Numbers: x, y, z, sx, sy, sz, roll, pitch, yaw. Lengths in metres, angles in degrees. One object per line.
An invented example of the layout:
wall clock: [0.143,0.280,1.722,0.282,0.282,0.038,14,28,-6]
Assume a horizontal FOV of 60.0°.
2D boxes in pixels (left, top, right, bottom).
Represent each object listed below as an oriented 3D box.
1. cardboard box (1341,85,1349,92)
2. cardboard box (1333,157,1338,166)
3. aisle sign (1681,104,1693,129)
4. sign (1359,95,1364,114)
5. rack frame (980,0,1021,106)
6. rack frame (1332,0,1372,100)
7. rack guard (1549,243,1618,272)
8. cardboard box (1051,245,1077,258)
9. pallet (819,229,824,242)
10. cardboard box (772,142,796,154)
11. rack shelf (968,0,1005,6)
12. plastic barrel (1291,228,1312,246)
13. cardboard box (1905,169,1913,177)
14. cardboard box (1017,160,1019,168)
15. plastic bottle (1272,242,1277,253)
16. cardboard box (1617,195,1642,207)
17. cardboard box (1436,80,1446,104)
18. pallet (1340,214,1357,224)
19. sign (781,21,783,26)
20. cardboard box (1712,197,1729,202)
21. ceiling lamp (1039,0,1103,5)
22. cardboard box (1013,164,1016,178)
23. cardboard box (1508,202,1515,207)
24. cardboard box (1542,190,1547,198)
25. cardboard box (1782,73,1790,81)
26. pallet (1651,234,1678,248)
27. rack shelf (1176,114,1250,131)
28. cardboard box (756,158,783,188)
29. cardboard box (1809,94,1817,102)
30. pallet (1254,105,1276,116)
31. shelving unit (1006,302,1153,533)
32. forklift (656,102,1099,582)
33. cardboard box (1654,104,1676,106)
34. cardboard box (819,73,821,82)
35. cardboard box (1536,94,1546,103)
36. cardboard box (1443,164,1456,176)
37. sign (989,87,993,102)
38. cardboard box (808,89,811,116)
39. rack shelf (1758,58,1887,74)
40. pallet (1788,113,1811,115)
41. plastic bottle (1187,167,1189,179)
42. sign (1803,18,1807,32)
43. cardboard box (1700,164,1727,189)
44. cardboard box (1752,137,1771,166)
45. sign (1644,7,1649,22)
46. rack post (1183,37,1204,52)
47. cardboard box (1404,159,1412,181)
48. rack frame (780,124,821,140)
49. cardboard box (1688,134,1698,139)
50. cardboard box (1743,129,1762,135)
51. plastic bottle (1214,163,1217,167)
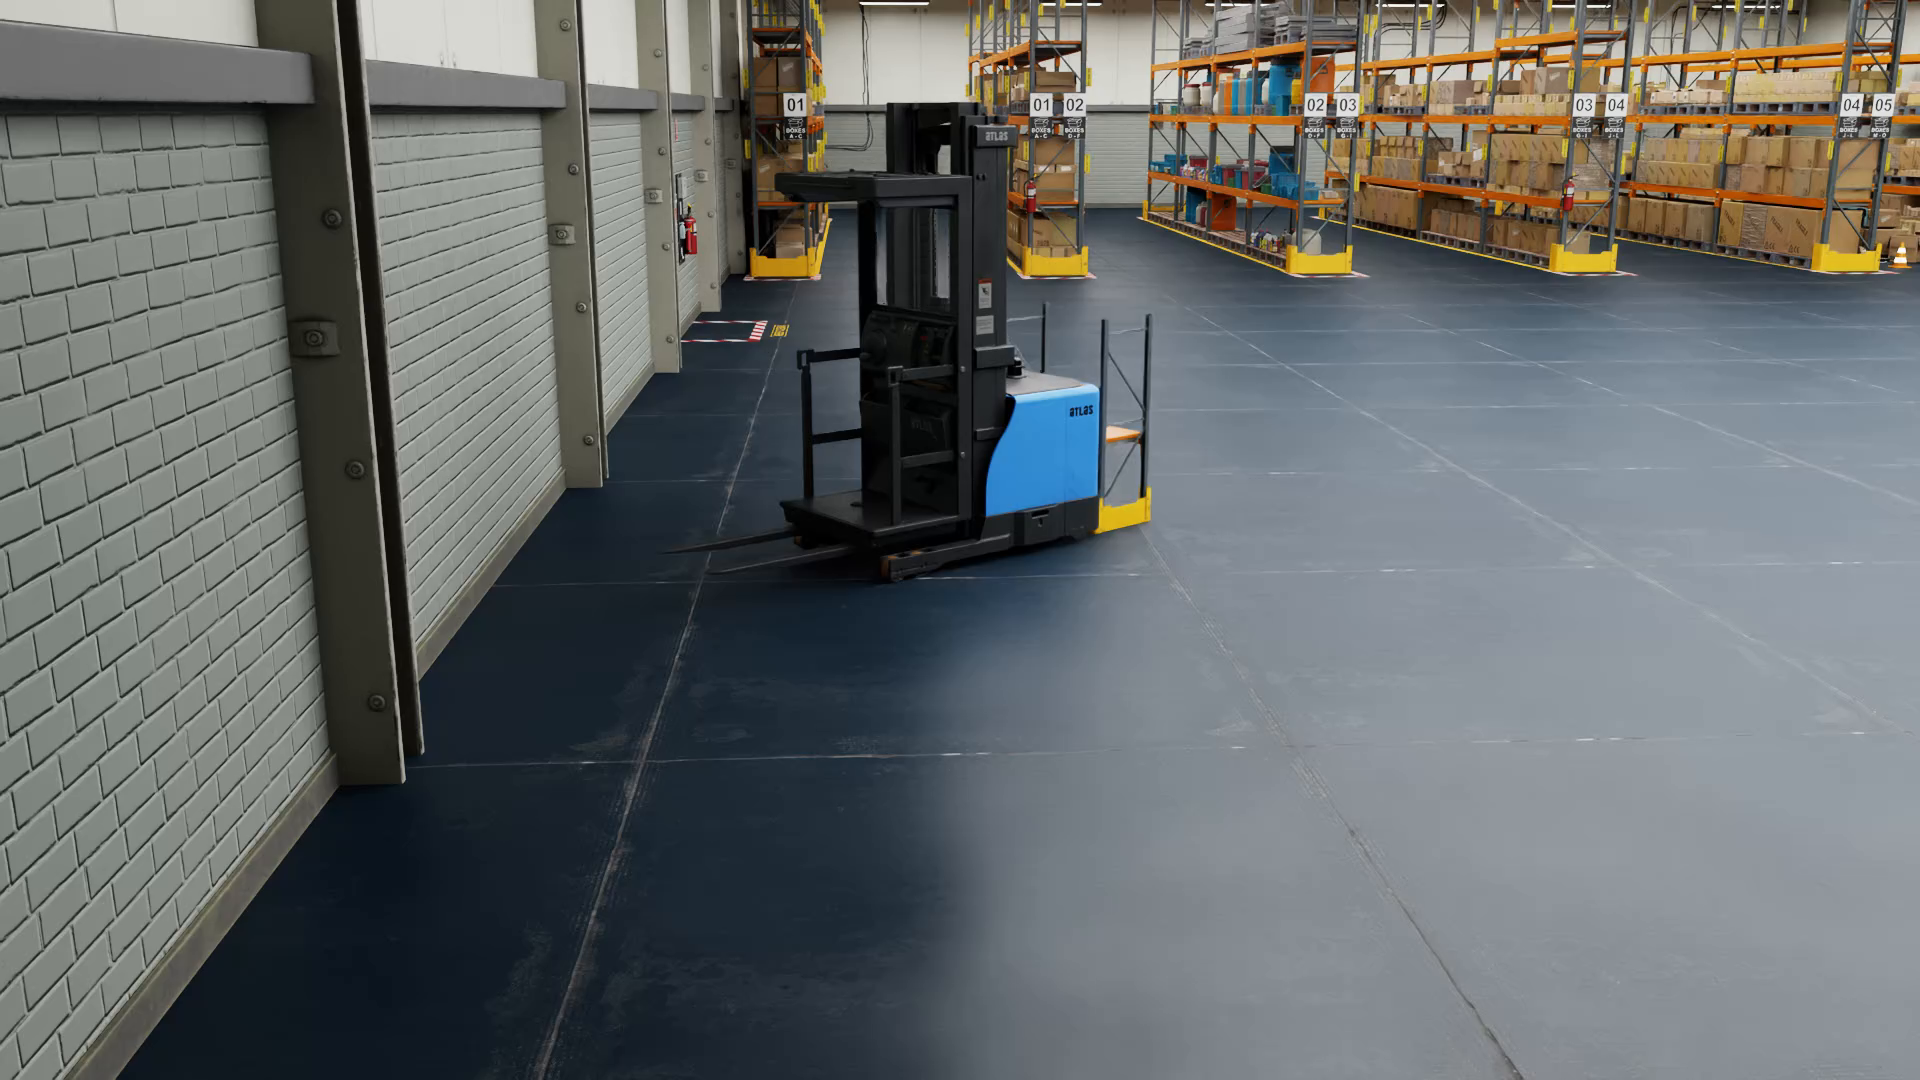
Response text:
cardboard box: [10.632,-11.923,44.582,0.700,0.500,0.500,-1,14,-5]
cardboard box: [10.431,-10.259,45.083,0.500,0.250,0.500,-1,14,-4]
aisle sign: [20.229,-11.866,46.406,0.394,0.787,0.004,-1,14,-3]
sign: [7.229,-7.849,29.974,0.100,0.325,0.005,-1,14,-3]
rack frame: [0.992,-12.199,40.879,1.000,3.000,0.127,-1,14,-3]
rack frame: [10.632,-13.346,45.336,1.000,3.000,0.127,-1,14,-3]
rack guard: [11.618,-5.269,31.003,1.175,0.500,0.348,-1,14,-3]
cardboard box: [1.924,-5.317,30.849,0.500,0.250,0.500,-1,14,-3]
pallet: [-3.678,-7.068,38.573,1.003,0.211,1.213,-1,14,-3]
cardboard box: [-3.991,-8.895,37.736,0.500,0.250,0.500,0,14,-2]
rack shelf: [0.868,-13.957,42.487,1.077,0.370,4.000,-1,14,-3]
plastic barrel: [6.531,-5.670,31.694,0.421,0.512,0.421,0,14,0]
cardboard box: [20.889,-8.007,36.287,0.380,0.149,0.250,-1,14,-3]
cardboard box: [1.344,-7.470,33.037,0.380,0.149,0.250,-1,14,-5]
plastic bottle: [6.128,-5.692,32.363,0.097,0.201,0.097,0,14,0]
cardboard box: [15.780,-8.024,39.361,0.500,0.250,0.500,-1,14,-5]
cardboard box: [10.927,-9.947,36.942,0.500,0.500,0.500,-1,14,-3]
pallet: [10.832,-8.589,44.486,1.003,0.211,1.213,-1,14,-3]
sign: [-4.754,-13.638,44.281,0.100,0.325,0.005,-1,14,-3]
cardboard box: [20.782,-8.941,44.557,0.875,0.438,0.875,-1,14,-5]
ceiling lamp: [3.075,-16.726,46.758,2.000,3.185,0.800,-1,14,-3]
cardboard box: [1.392,-7.799,35.617,0.500,0.500,0.500,-1,14,-3]
cardboard box: [15.325,-9.255,45.759,0.380,0.149,0.250,-1,14,-4]
cardboard box: [11.317,-6.593,31.635,0.380,0.149,0.250,-1,14,-3]
cardboard box: [16.125,-8.939,32.090,0.380,0.149,0.250,-1,14,-3]
pallet: [16.130,-6.652,36.955,1.003,0.211,1.213,-1,14,-3]
rack shelf: [6.060,-9.976,39.702,1.077,0.370,4.000,-1,14,-3]
cardboard box: [-3.450,-6.646,30.092,0.500,0.500,0.500,-1,14,-4]
cardboard box: [16.189,-8.299,31.203,0.380,0.149,0.250,-1,14,-3]
pallet: [6.574,-8.563,33.145,1.213,0.211,1.003,-1,14,-3]
shelving unit: [0.808,-0.918,12.078,0.587,1.500,1.083,-13,19,-41]
forklift: [-0.504,-1.302,10.706,3.031,2.935,1.130,-11,18,-37]
cardboard box: [16.314,-10.149,38.732,0.500,0.500,0.500,-1,14,-3]
cardboard box: [-3.716,-11.393,41.518,0.500,0.500,0.500,-1,14,-4]
cardboard box: [11.221,-8.422,31.721,0.380,0.149,0.250,-2,15,-6]
cardboard box: [11.001,-8.161,36.683,0.500,0.250,0.500,-1,14,-5]
sign: [0.698,-9.994,37.291,0.100,0.325,0.005,-1,14,-3]
cardboard box: [-2.978,-7.963,30.197,0.500,0.500,0.500,0,14,0]
rack shelf: [20.894,-11.464,40.270,1.077,0.370,4.000,-1,14,-3]
pallet: [20.853,-10.402,40.295,1.003,0.211,1.213,0,14,-1]
plastic bottle: [5.588,-8.994,40.696,0.061,0.283,0.133,-1,14,-3]
sign: [21.311,-13.006,41.982,0.100,0.325,0.005,-1,14,-3]
cardboard box: [16.033,-7.681,35.160,0.500,0.500,0.500,-1,14,-4]
cardboard box: [16.367,-7.739,33.117,0.875,0.550,0.550,-1,14,-3]
sign: [15.543,-11.887,37.635,0.100,0.325,0.005,-1,14,-3]
rack post: [5.957,-12.028,40.365,0.937,0.300,0.954,-1,14,-4]
cardboard box: [10.824,-8.742,39.282,0.500,0.500,0.500,-1,14,-4]
rack frame: [-3.952,-9.216,41.325,1.000,3.000,0.127,-1,14,-3]
cardboard box: [20.307,-10.874,45.561,0.500,0.500,0.500,-1,14,-5]
cardboard box: [20.434,-10.517,42.872,0.380,0.149,0.250,-1,14,-5]
plastic bottle: [6.319,-9.121,41.057,0.144,0.351,0.185,-1,14,-3]
